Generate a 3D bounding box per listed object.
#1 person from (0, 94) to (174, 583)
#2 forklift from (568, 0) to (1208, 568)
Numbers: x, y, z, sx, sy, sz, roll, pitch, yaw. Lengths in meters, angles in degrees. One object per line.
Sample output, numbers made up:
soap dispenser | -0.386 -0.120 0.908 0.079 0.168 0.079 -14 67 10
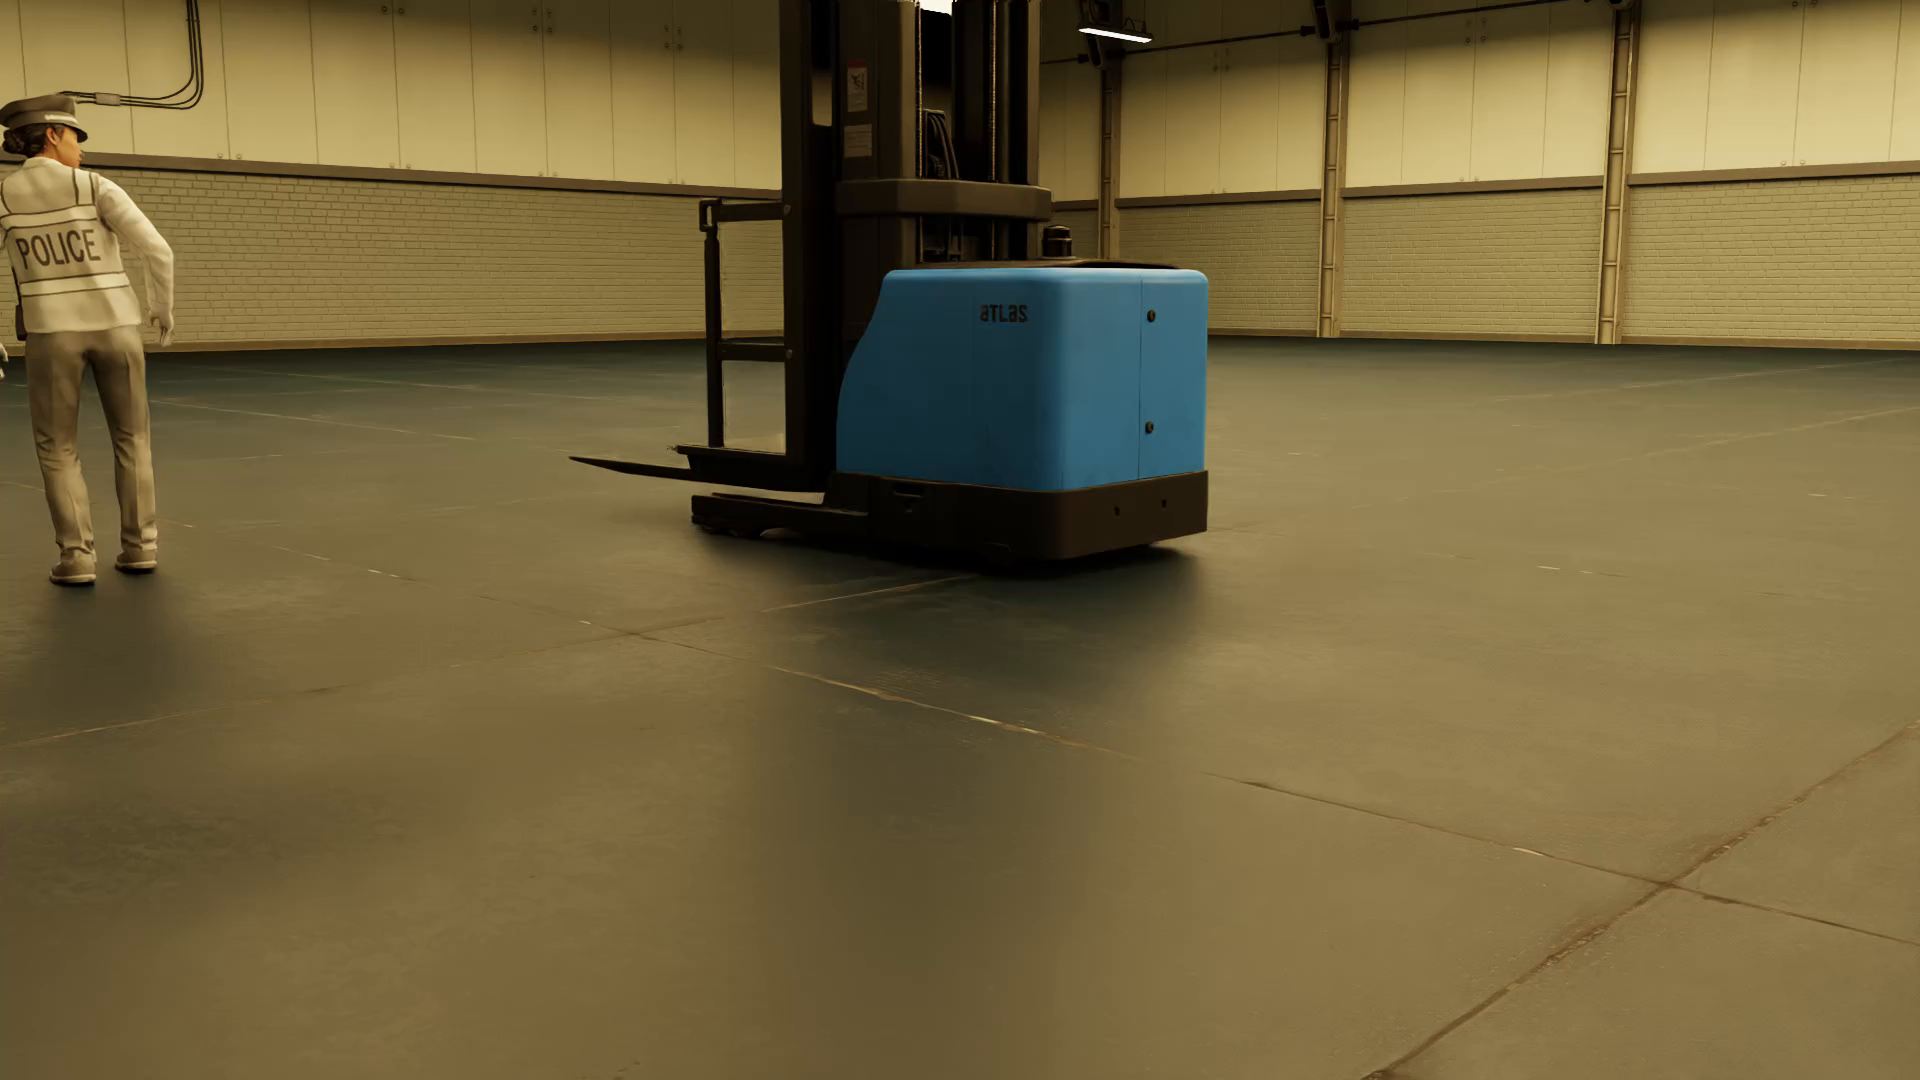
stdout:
person | -3.081 -0.683 5.744 0.684 1.651 0.468 -4 10 -27
forklift | -0.481 -1.508 6.889 3.031 2.935 1.130 7 11 40
